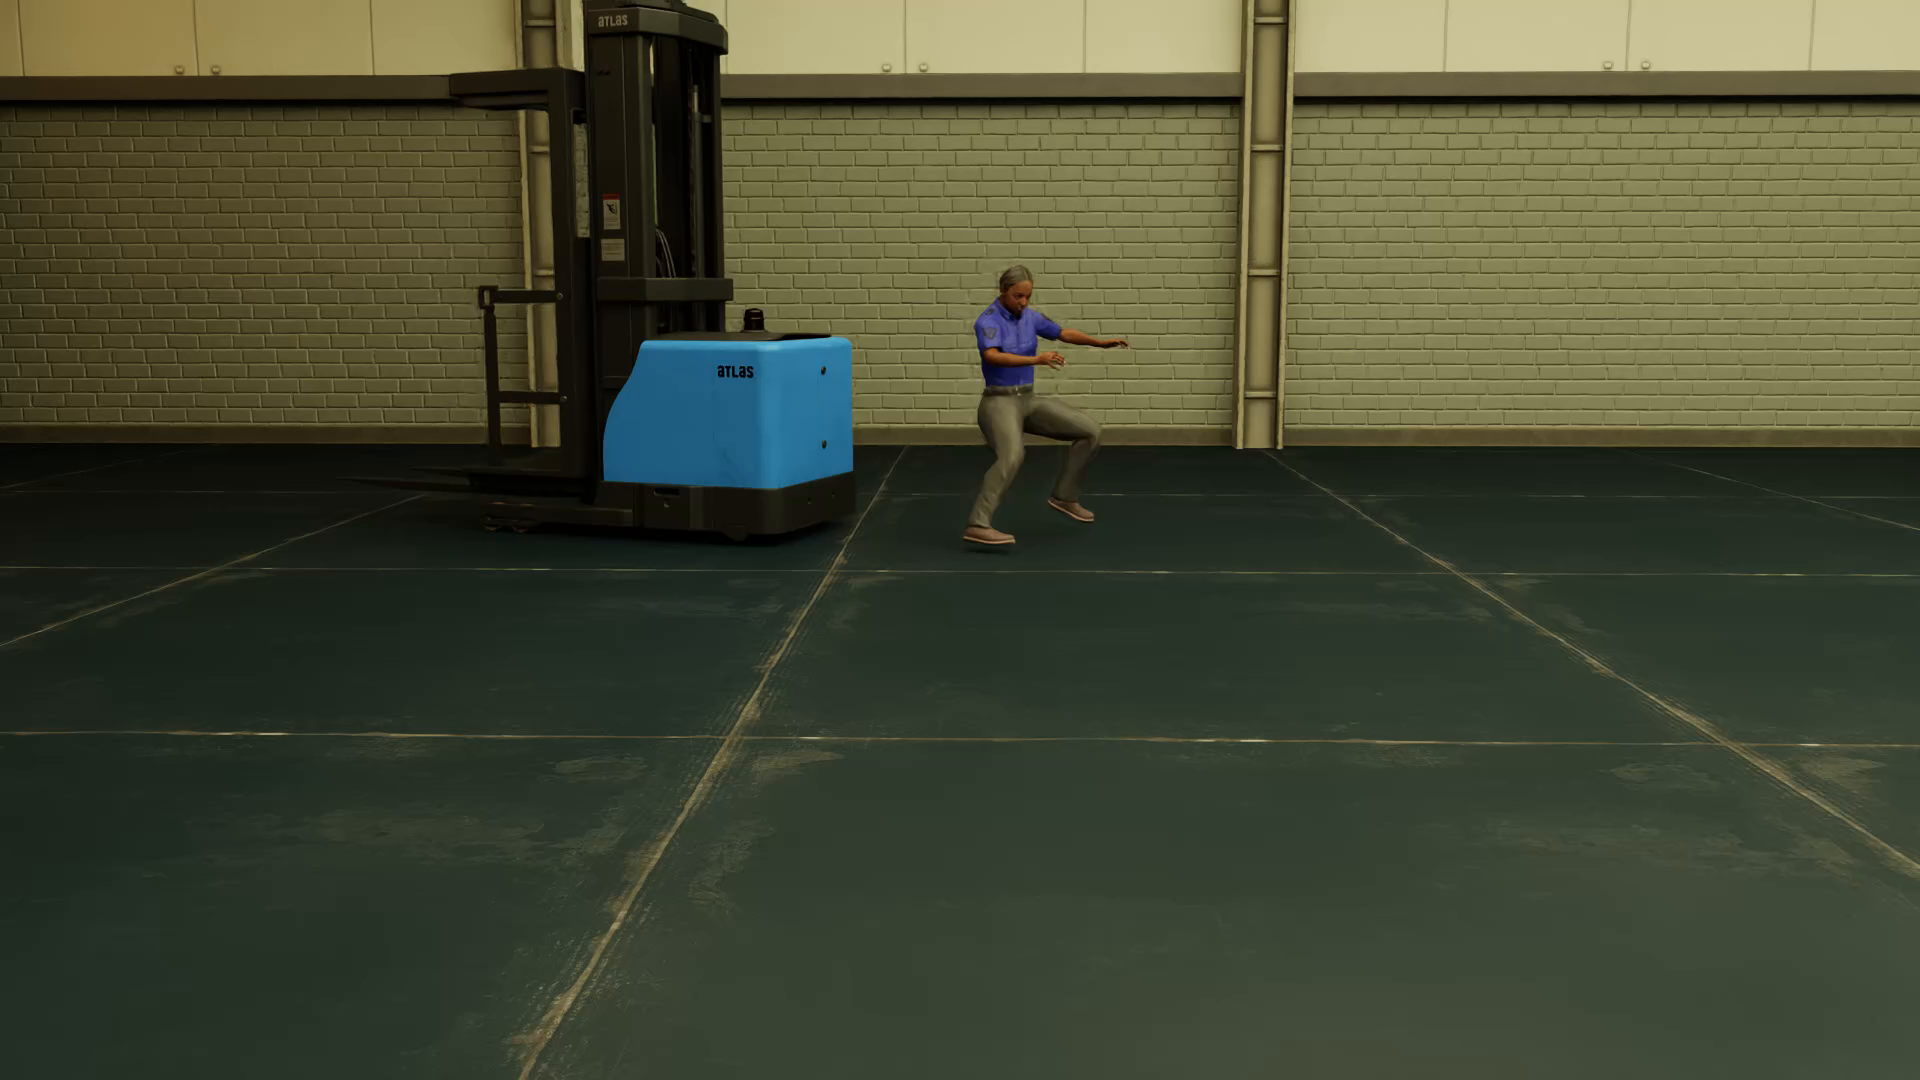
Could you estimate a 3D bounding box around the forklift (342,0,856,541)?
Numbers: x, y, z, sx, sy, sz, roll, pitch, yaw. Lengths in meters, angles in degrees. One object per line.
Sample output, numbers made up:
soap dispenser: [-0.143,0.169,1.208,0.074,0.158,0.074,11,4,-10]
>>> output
forklift: [-2.168,-1.558,9.499,3.031,2.935,1.130,3,9,22]

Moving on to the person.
person: [0.410,-0.736,8.824,1.000,1.426,0.682,-8,12,-42]
